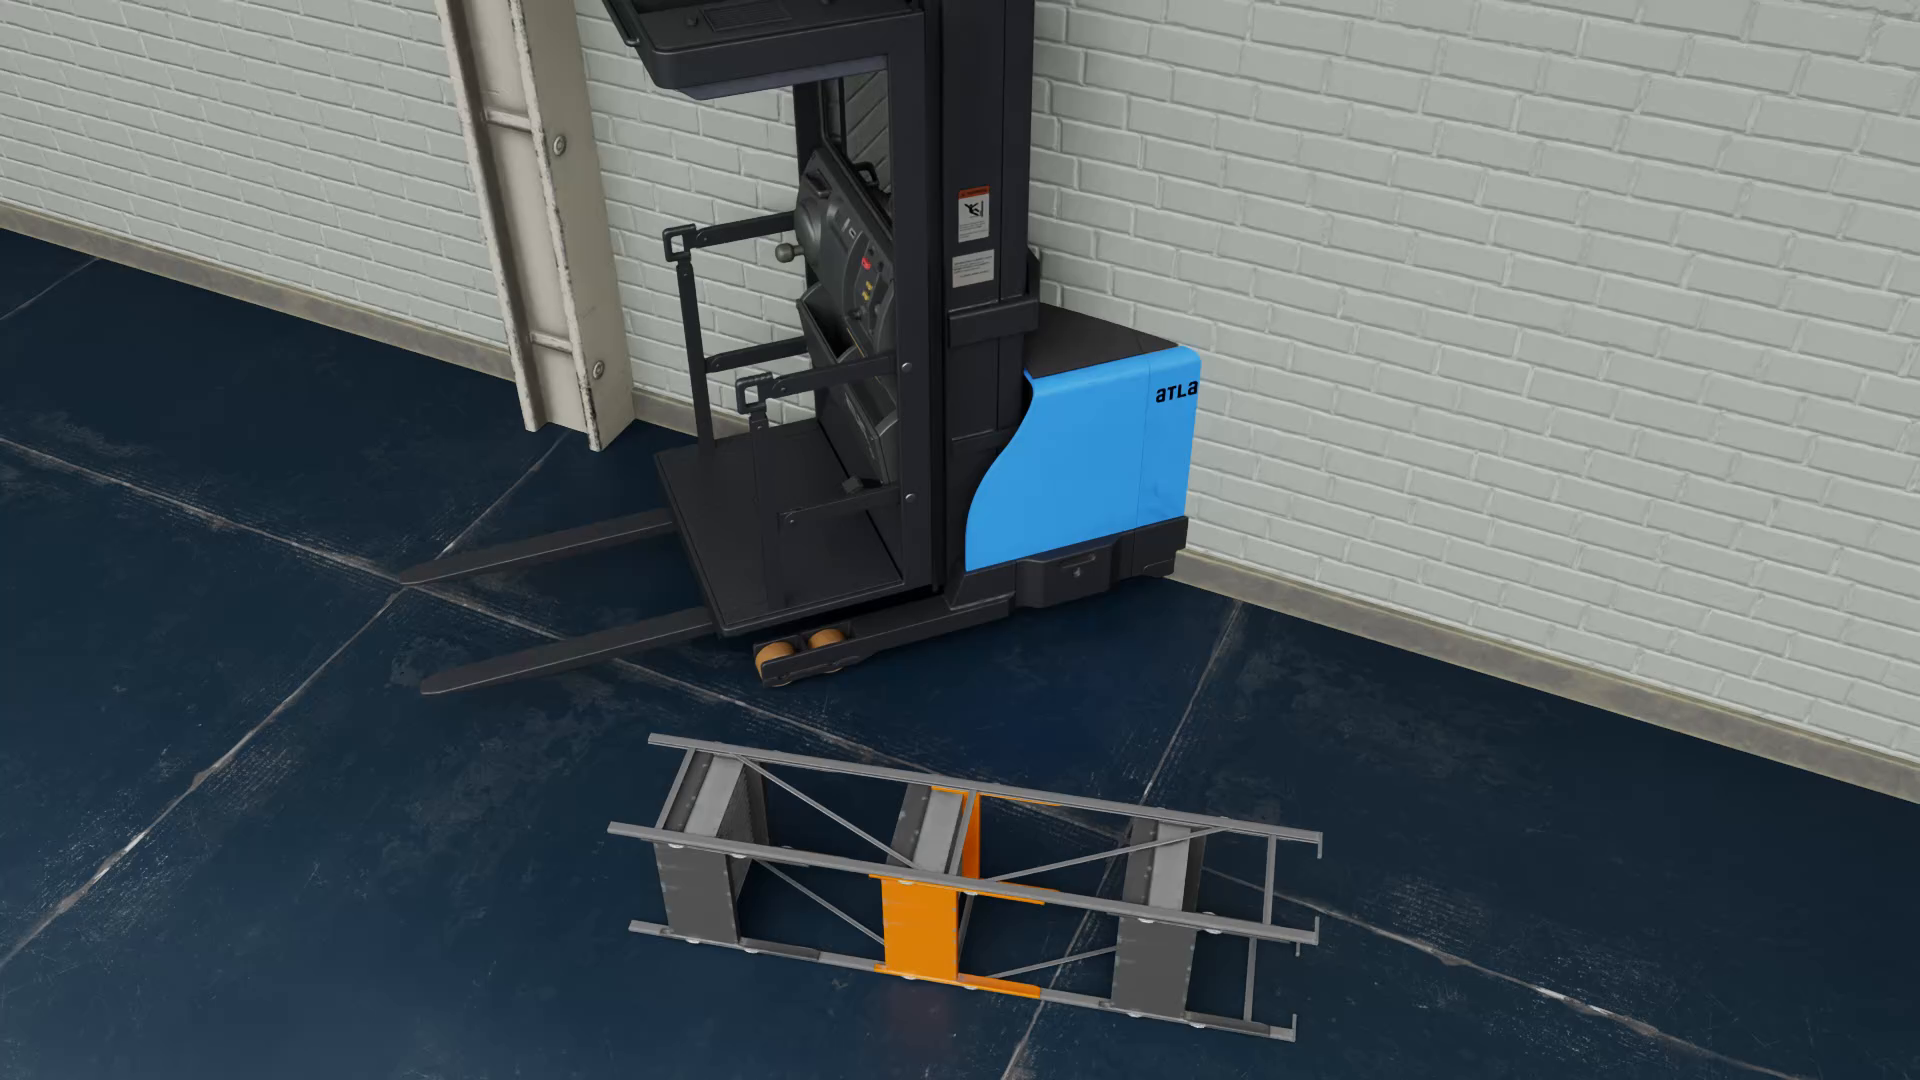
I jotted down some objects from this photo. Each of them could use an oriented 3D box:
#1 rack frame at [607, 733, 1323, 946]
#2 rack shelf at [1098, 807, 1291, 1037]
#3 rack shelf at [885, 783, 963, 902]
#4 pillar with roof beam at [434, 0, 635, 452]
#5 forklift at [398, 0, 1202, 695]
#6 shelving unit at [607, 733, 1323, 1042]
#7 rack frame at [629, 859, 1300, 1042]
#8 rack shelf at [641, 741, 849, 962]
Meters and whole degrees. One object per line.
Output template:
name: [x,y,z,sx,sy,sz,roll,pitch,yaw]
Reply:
rack frame: [0.014,0.875,4.973,2.100,0.015,0.400,7,41,8]
rack shelf: [0.715,1.149,5.030,0.518,0.480,0.431,7,41,8]
rack shelf: [-0.107,1.044,5.151,0.174,0.457,0.368,7,41,8]
pillar with roof beam: [-3.491,-1.371,1.461,0.400,9.000,9.100,17,44,19]
forklift: [-0.583,-0.961,5.621,3.031,2.935,1.130,-14,43,-16]
shelving unit: [0.014,1.060,5.133,2.100,0.503,0.431,7,41,8]
rack frame: [0.014,1.244,5.293,2.100,0.015,0.400,7,41,8]
rack shelf: [-0.660,0.974,5.232,0.518,0.480,0.431,7,41,8]
